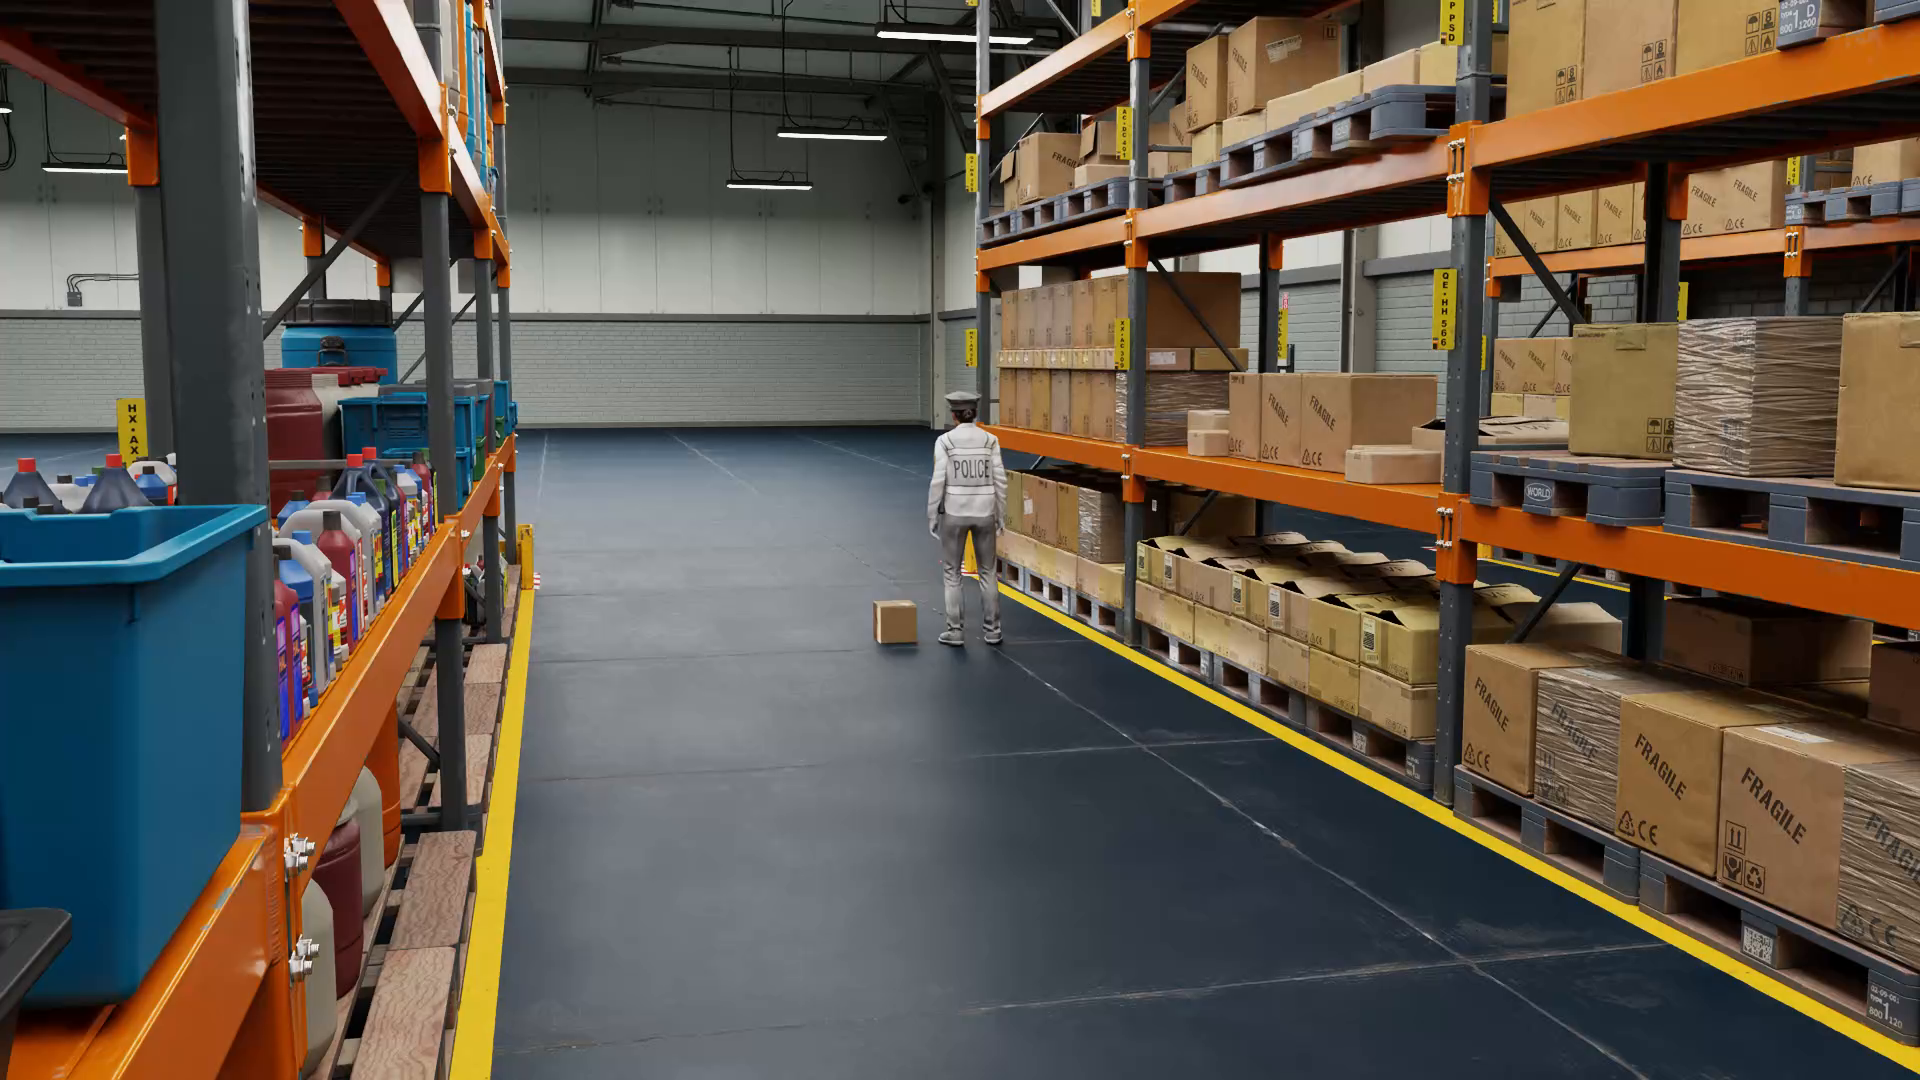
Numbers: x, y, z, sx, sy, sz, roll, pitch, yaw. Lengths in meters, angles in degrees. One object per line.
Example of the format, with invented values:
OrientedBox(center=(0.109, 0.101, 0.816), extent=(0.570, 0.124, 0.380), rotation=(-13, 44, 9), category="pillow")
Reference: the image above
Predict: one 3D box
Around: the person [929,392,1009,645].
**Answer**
OrientedBox(center=(0.054, -0.140, 10.945), extent=(0.529, 1.663, 0.374), rotation=(-1, 6, -12), category="person")
